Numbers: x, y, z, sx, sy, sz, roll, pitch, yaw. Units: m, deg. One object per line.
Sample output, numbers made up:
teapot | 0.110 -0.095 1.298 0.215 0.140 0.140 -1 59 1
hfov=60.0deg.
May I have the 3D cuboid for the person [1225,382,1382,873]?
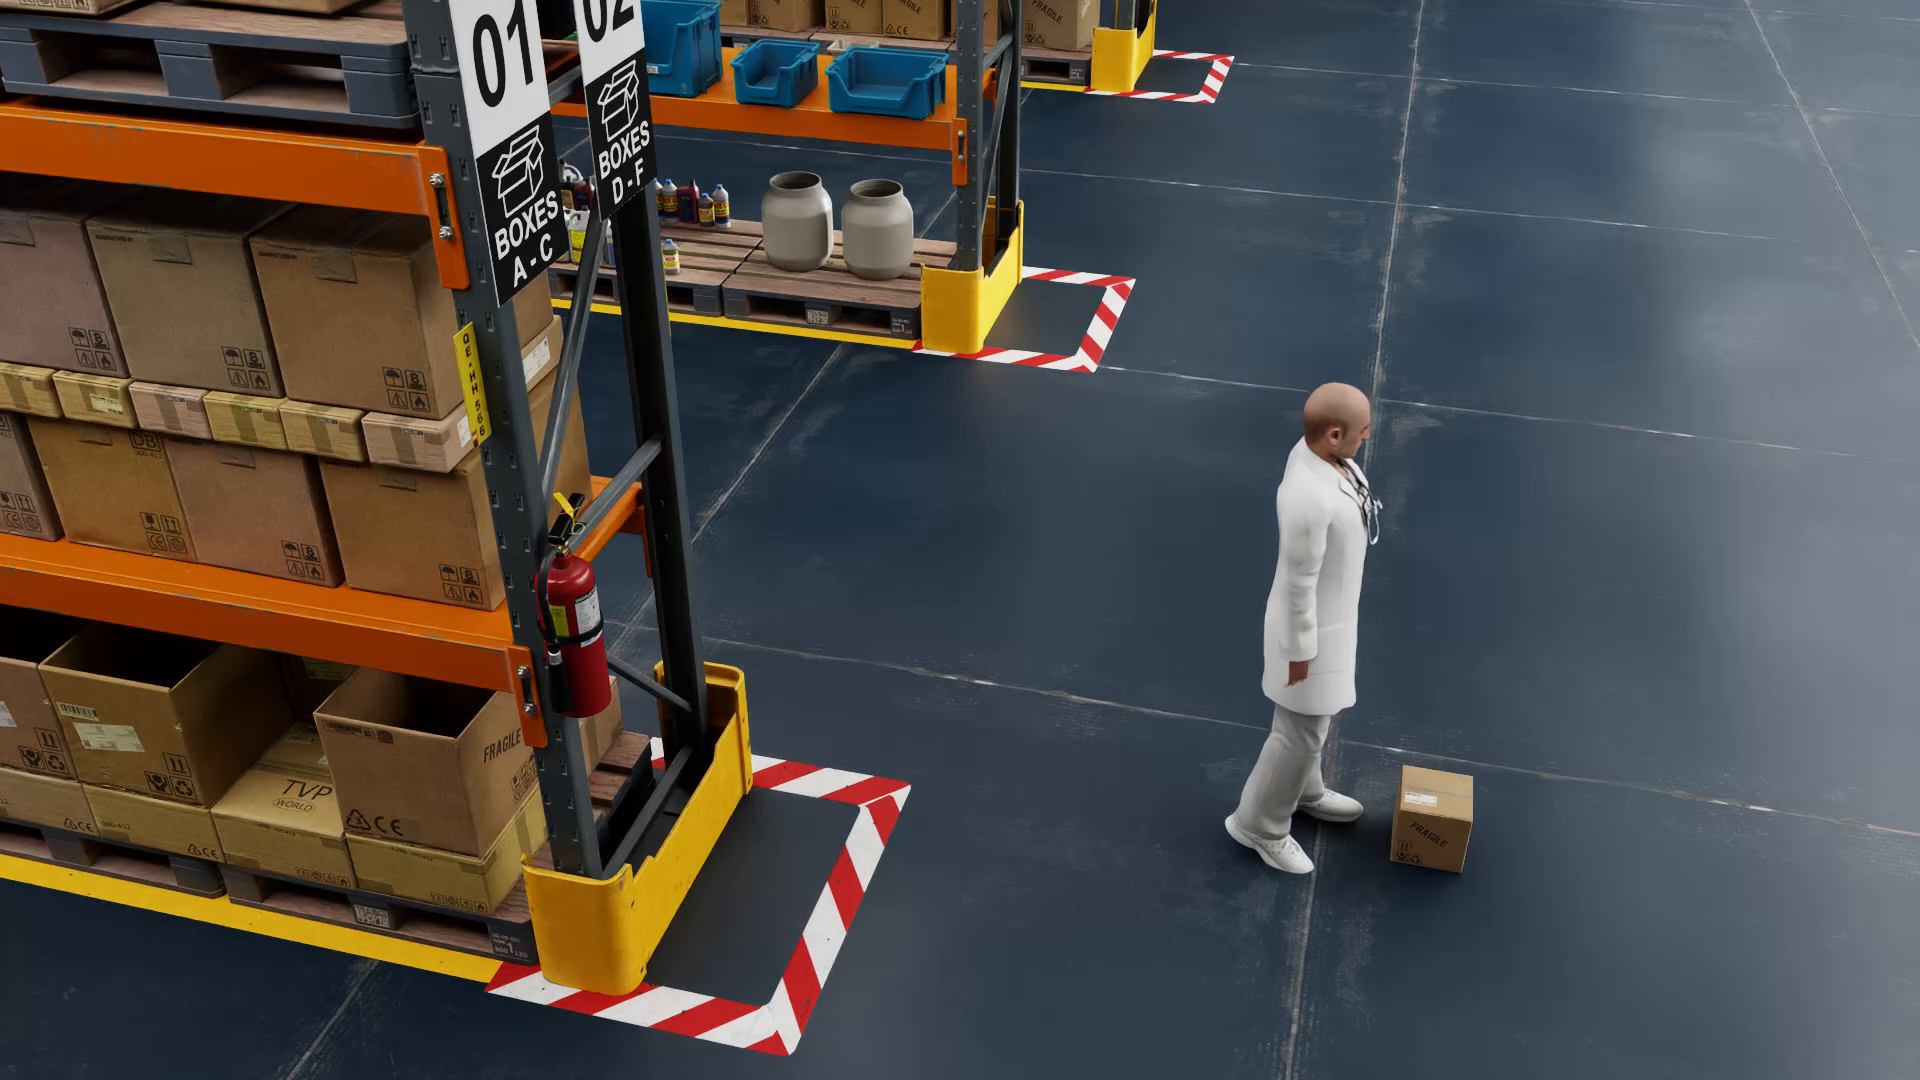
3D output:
person | 1.239 0.307 5.704 0.485 1.840 0.577 8 33 12
